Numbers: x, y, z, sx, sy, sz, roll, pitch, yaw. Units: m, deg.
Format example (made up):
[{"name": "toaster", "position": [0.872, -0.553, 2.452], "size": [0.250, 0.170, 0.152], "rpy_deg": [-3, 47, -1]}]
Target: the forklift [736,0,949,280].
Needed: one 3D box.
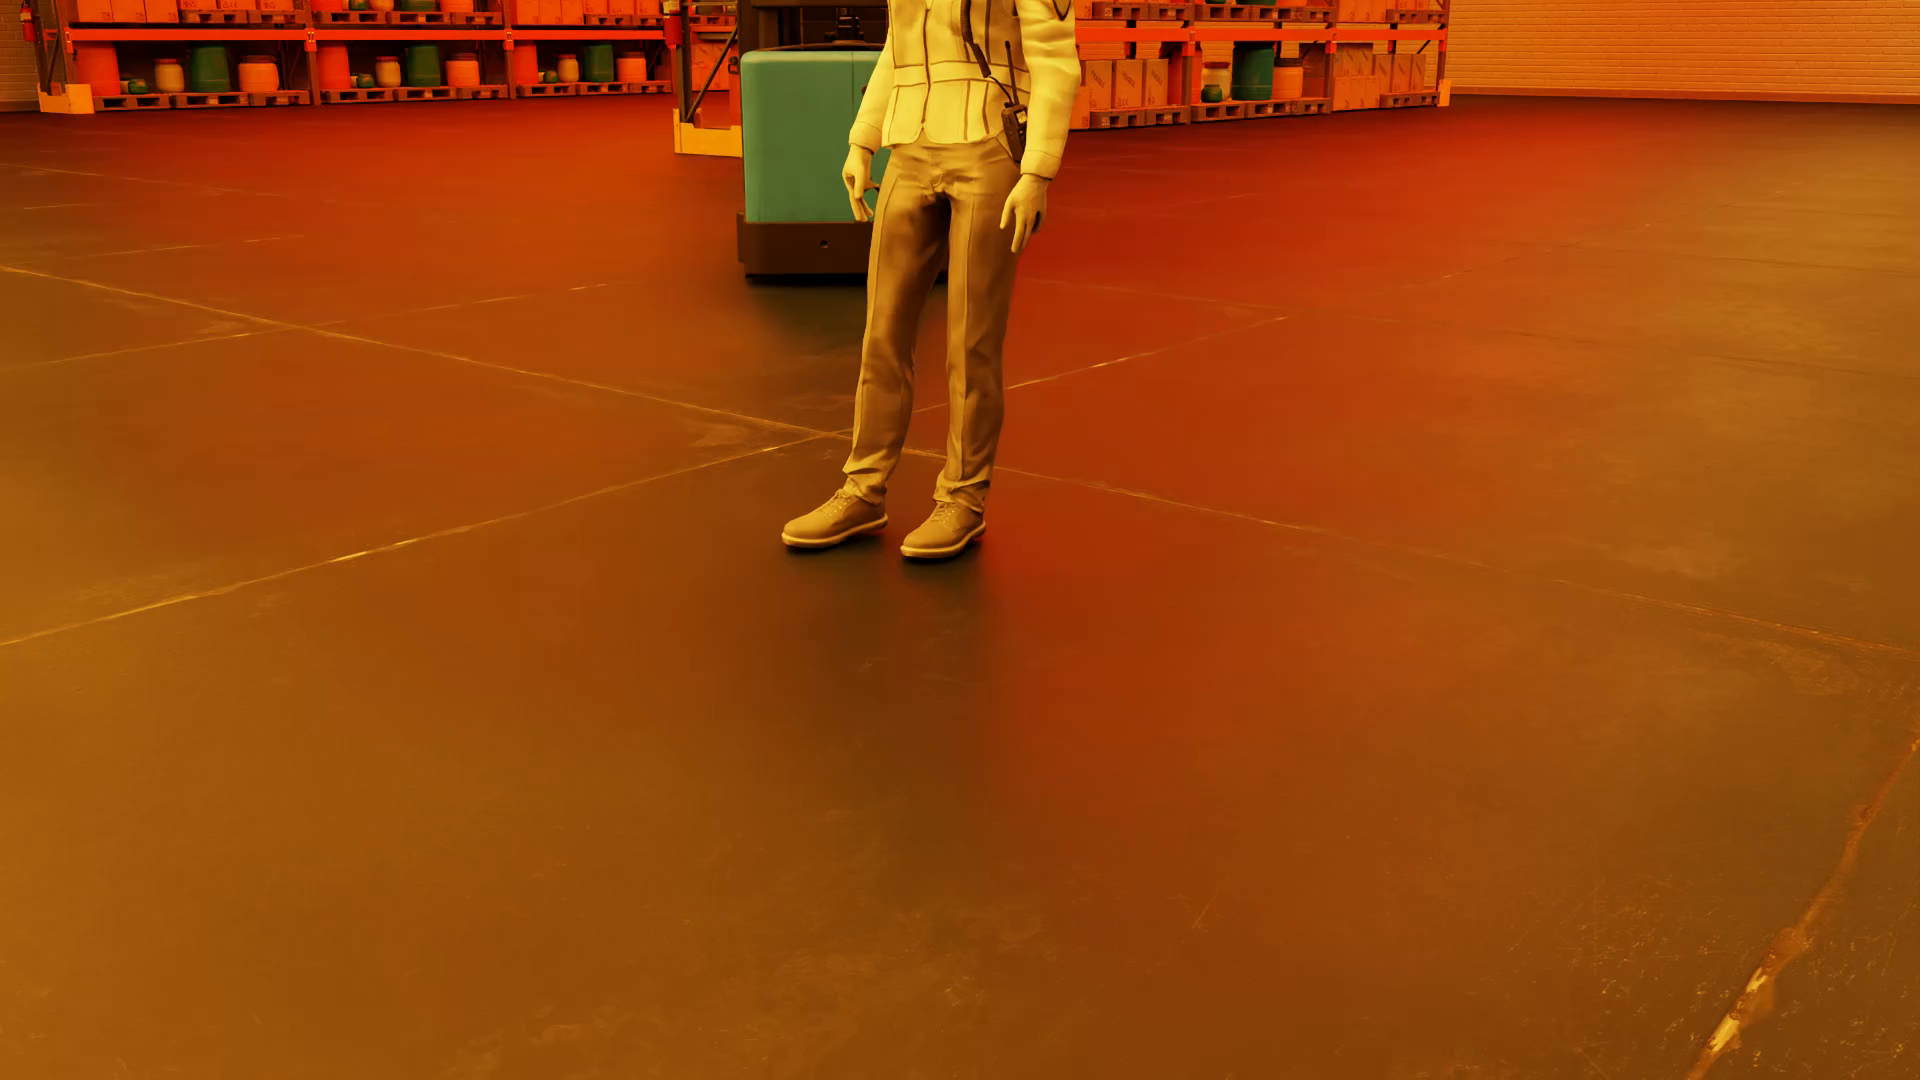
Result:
[{"name": "forklift", "position": [-0.647, -3.028, 8.869], "size": [1.130, 2.935, 3.031], "rpy_deg": [-2, 17, -6]}]

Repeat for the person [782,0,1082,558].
[{"name": "person", "position": [-0.048, -0.803, 3.647], "size": [0.588, 1.695, 0.531], "rpy_deg": [13, 21, 37]}]
